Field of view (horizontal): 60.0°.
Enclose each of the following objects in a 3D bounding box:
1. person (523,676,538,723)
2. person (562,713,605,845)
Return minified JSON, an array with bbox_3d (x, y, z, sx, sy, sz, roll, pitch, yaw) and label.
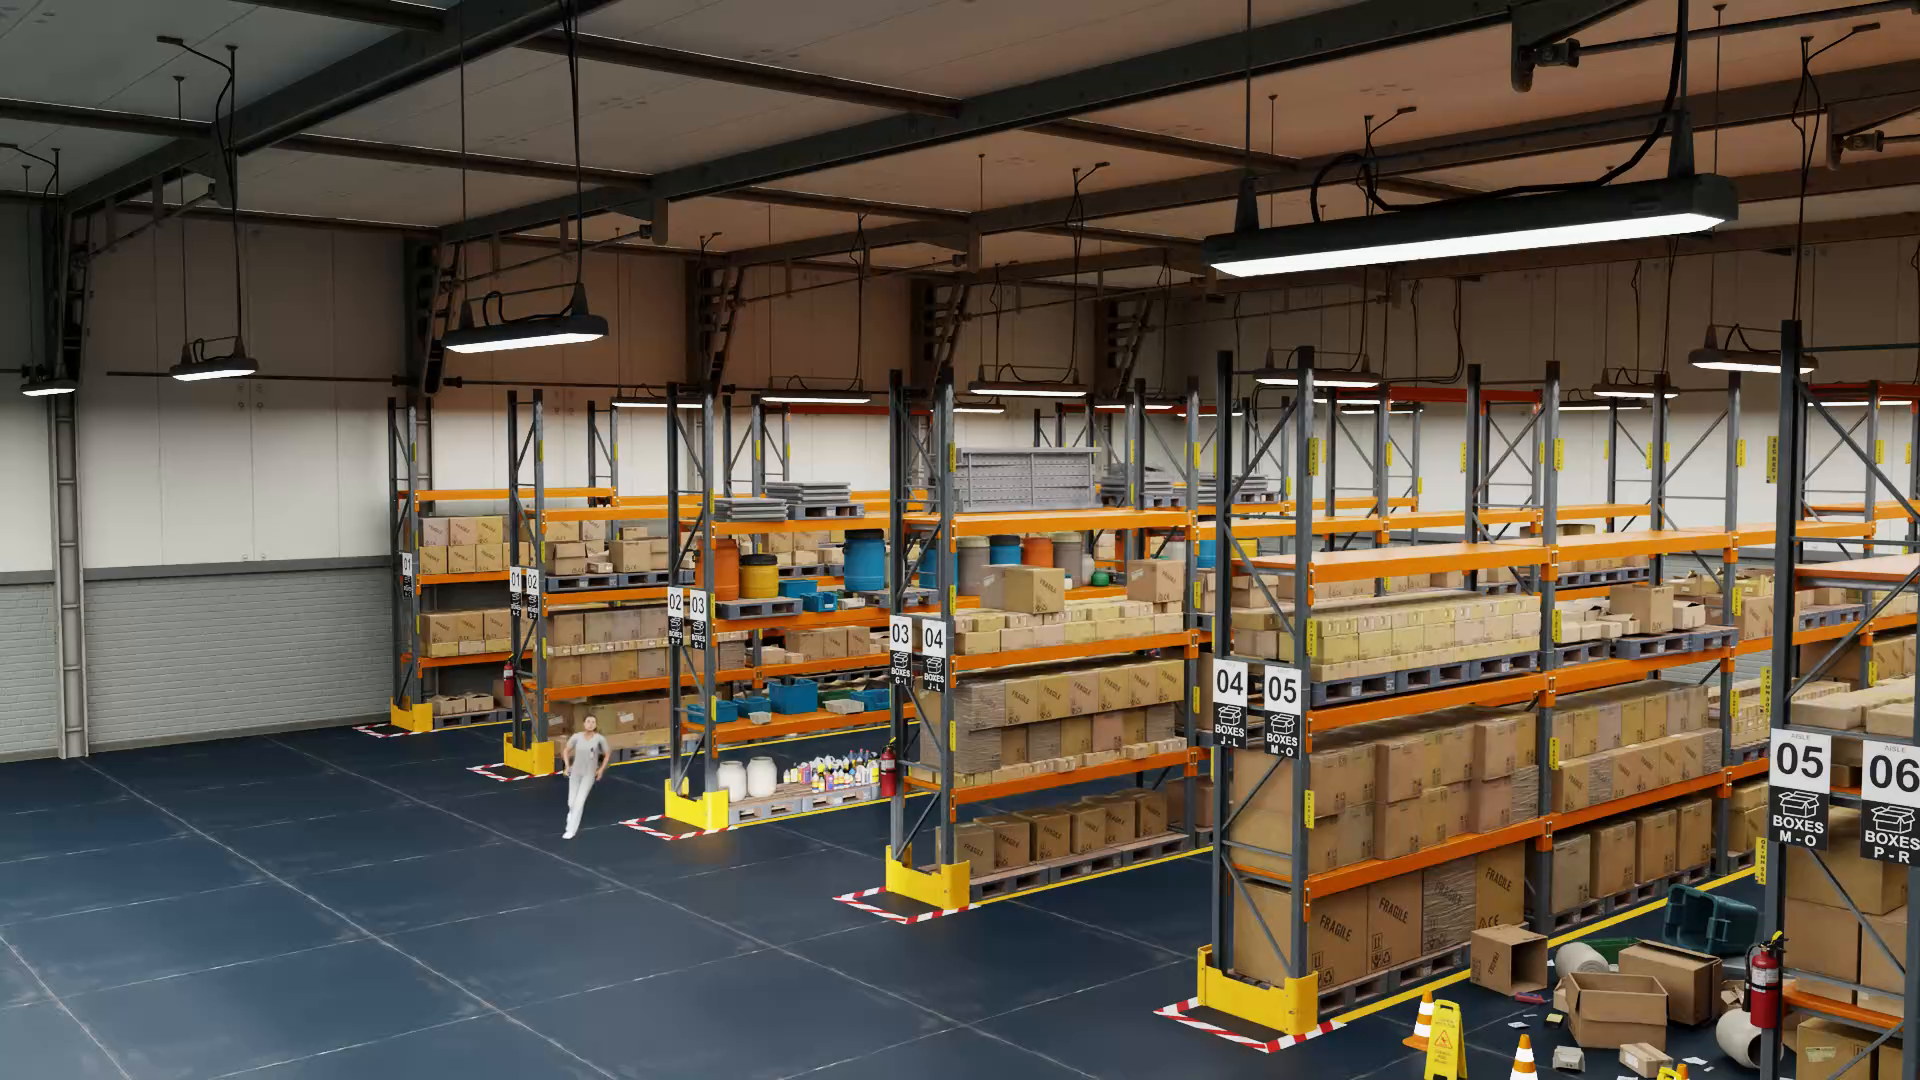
[{"bbox_3d":[-7.196,2.676,28.478,0.611,1.646,0.539,2,4,36],"label":"person"},{"bbox_3d":[-4.880,3.070,21.551,0.550,1.666,0.628,-1,3,-10],"label":"person"}]
